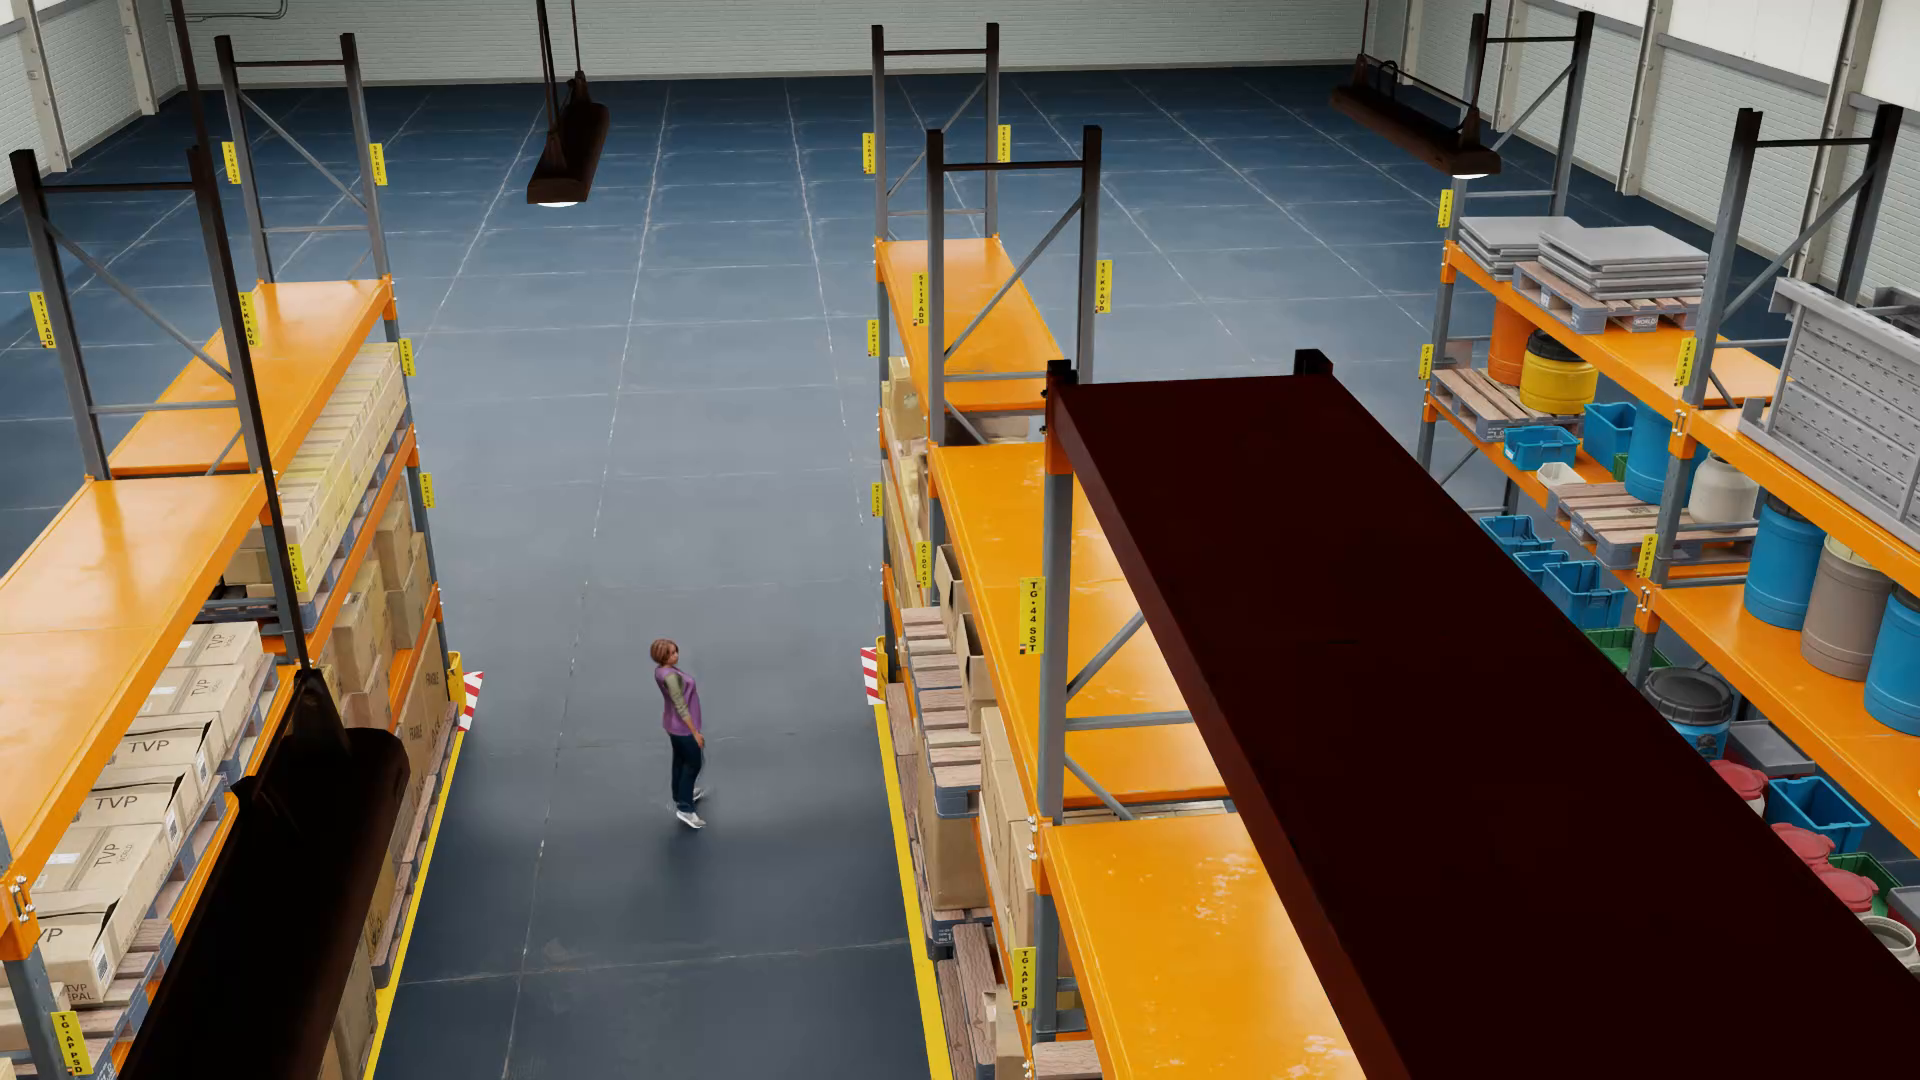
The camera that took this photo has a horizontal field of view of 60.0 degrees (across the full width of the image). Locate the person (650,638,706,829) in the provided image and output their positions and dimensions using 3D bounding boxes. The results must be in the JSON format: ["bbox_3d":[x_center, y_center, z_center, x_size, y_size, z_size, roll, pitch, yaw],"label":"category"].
[{"bbox_3d":[-2.225,1.587,13.483,0.353,1.521,0.532,-15,29,-29],"label":"person"}]
